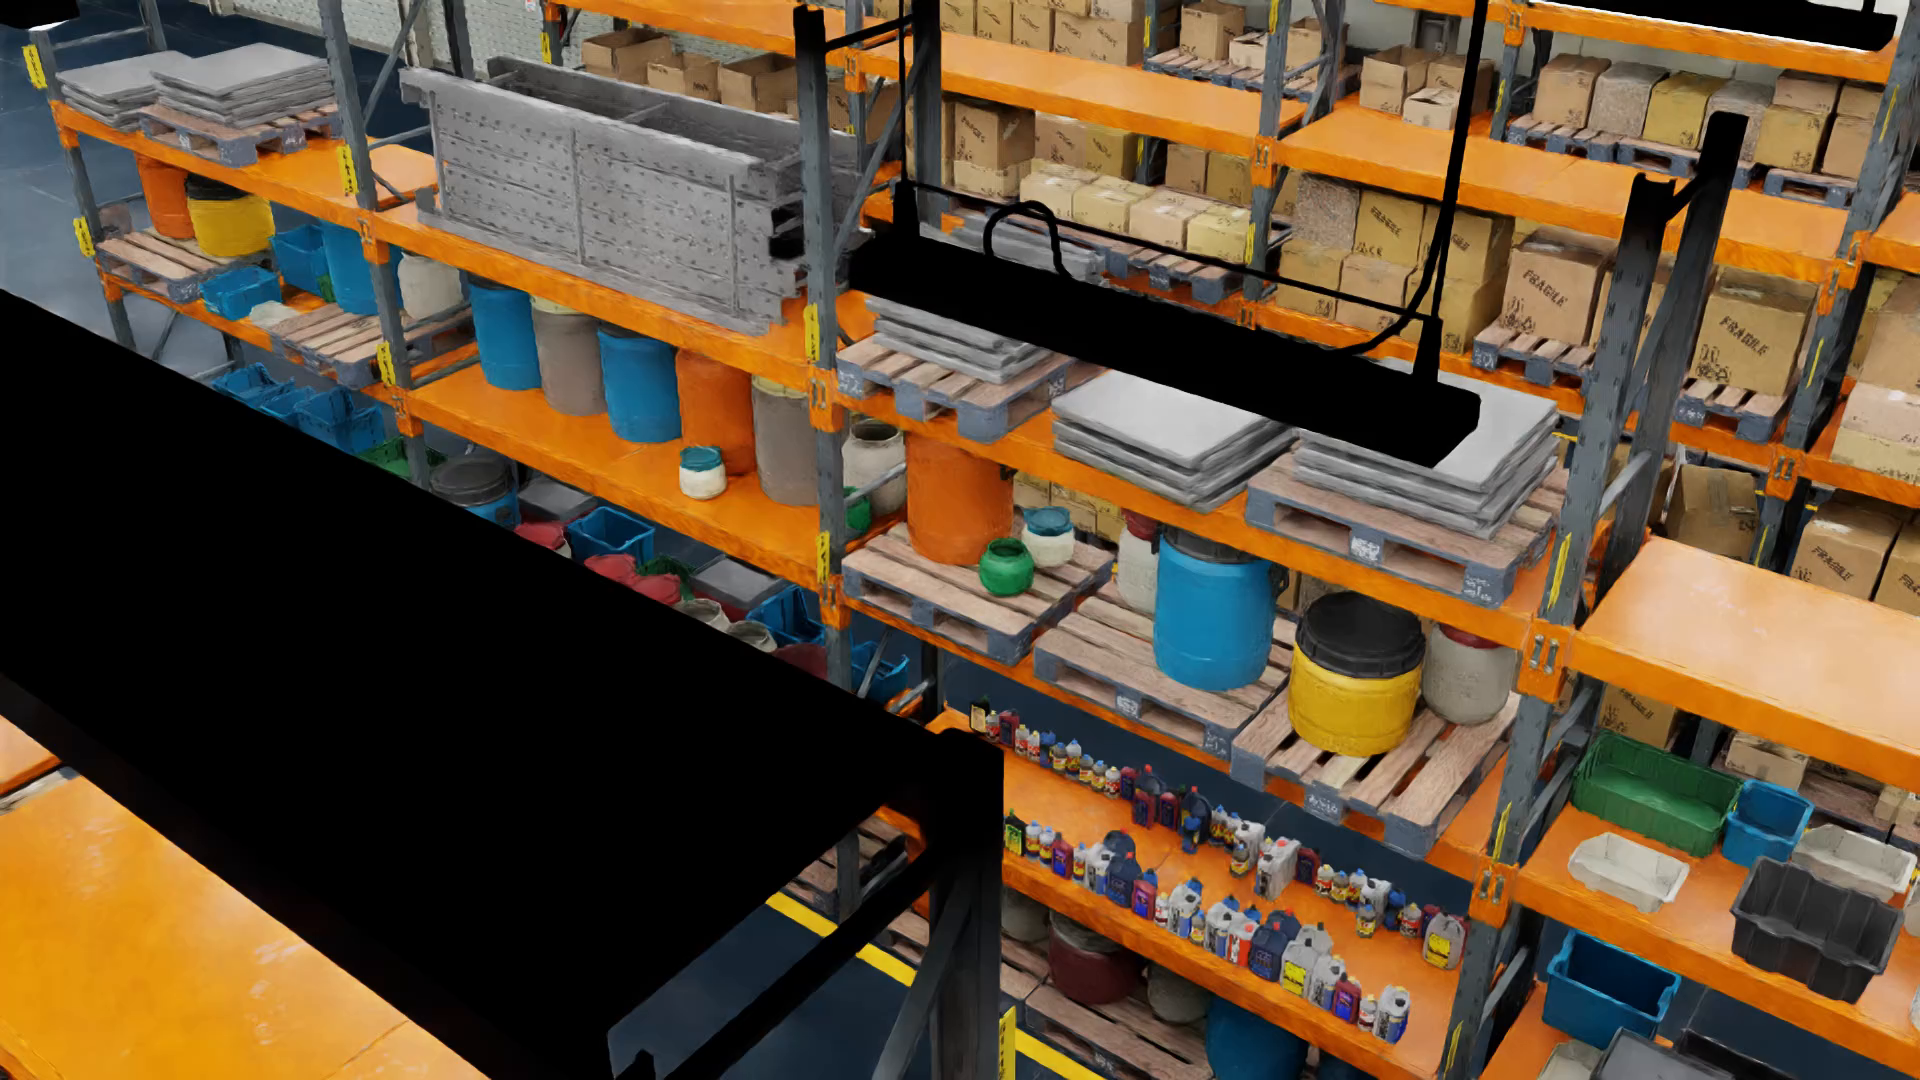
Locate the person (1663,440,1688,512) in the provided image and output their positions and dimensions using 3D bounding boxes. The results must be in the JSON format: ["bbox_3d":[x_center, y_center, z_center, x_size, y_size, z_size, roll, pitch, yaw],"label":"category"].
[{"bbox_3d":[6.117,-0.598,14.590,1.123,1.709,0.553,23,38,33],"label":"person"}]
